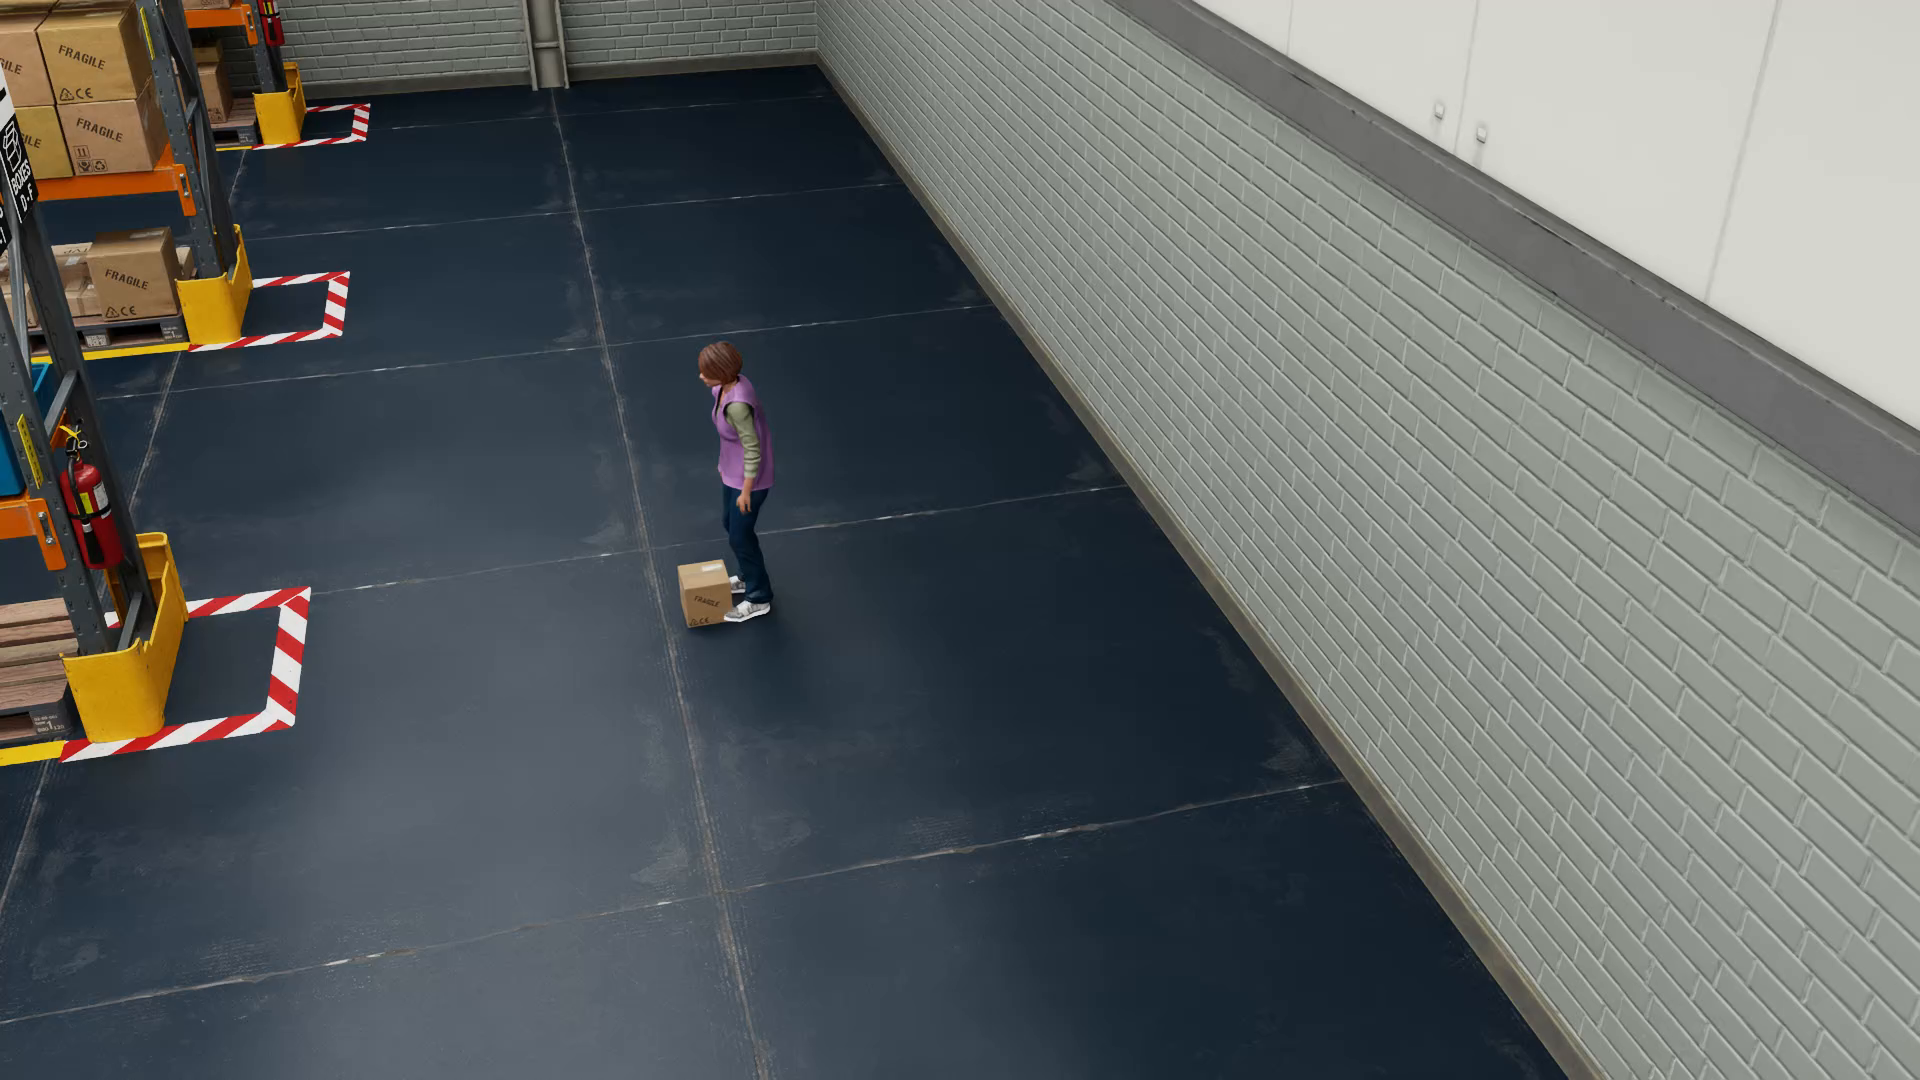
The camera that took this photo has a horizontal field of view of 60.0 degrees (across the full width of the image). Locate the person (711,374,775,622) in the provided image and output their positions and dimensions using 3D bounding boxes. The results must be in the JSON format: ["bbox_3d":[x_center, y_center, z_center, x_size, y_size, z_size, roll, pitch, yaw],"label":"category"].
[{"bbox_3d":[-3.850,-3.217,12.091,2.805,3.194,10.346,-9,32,-15],"label":"person"}]
